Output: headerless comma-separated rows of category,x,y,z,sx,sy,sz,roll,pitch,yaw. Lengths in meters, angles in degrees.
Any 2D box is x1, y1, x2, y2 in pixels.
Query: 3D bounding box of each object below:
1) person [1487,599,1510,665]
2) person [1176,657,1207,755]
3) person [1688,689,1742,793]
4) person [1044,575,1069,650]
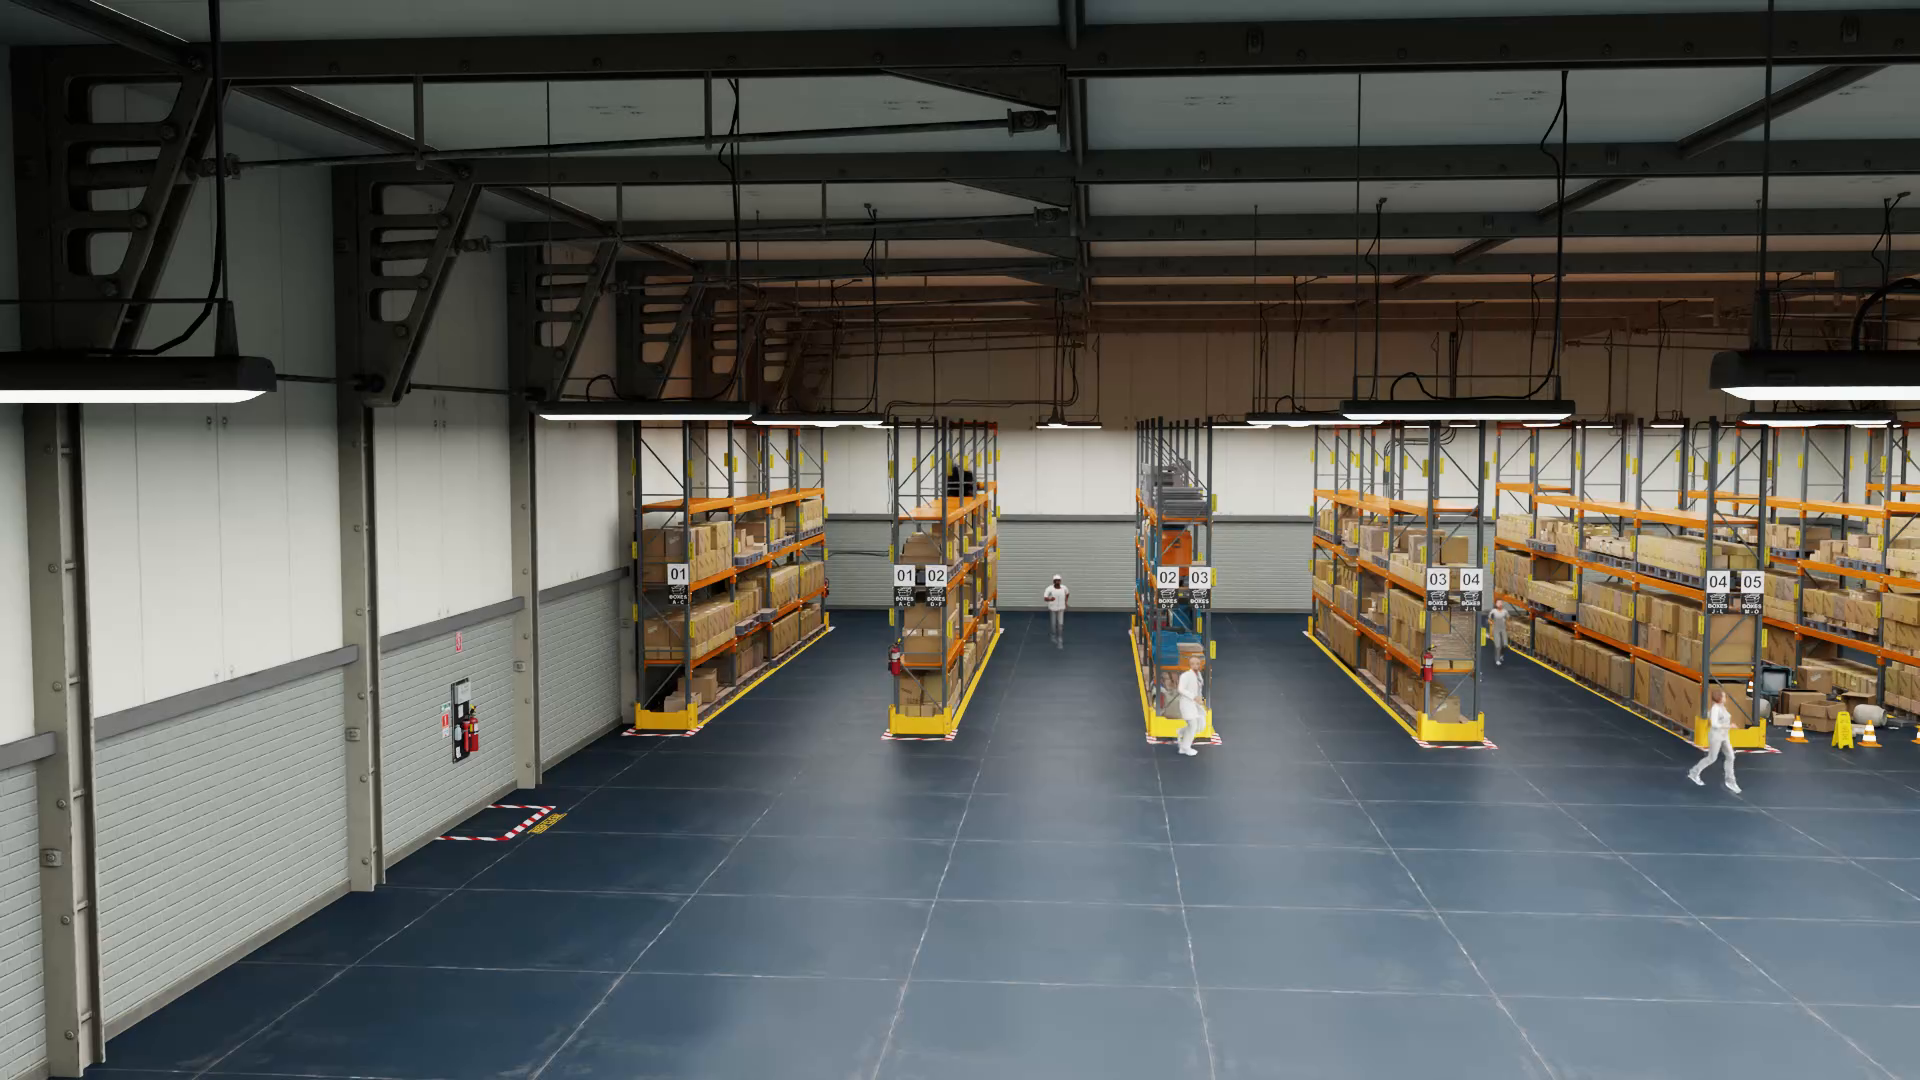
person,13.217,2.247,40.749,0.560,1.622,0.578,0,4,6
person,4.137,2.941,29.552,0.702,1.718,0.746,3,5,42
person,12.059,3.202,26.519,0.800,1.606,0.545,4,5,43
person,2.471,1.821,42.239,0.687,1.880,0.705,0,4,-6
